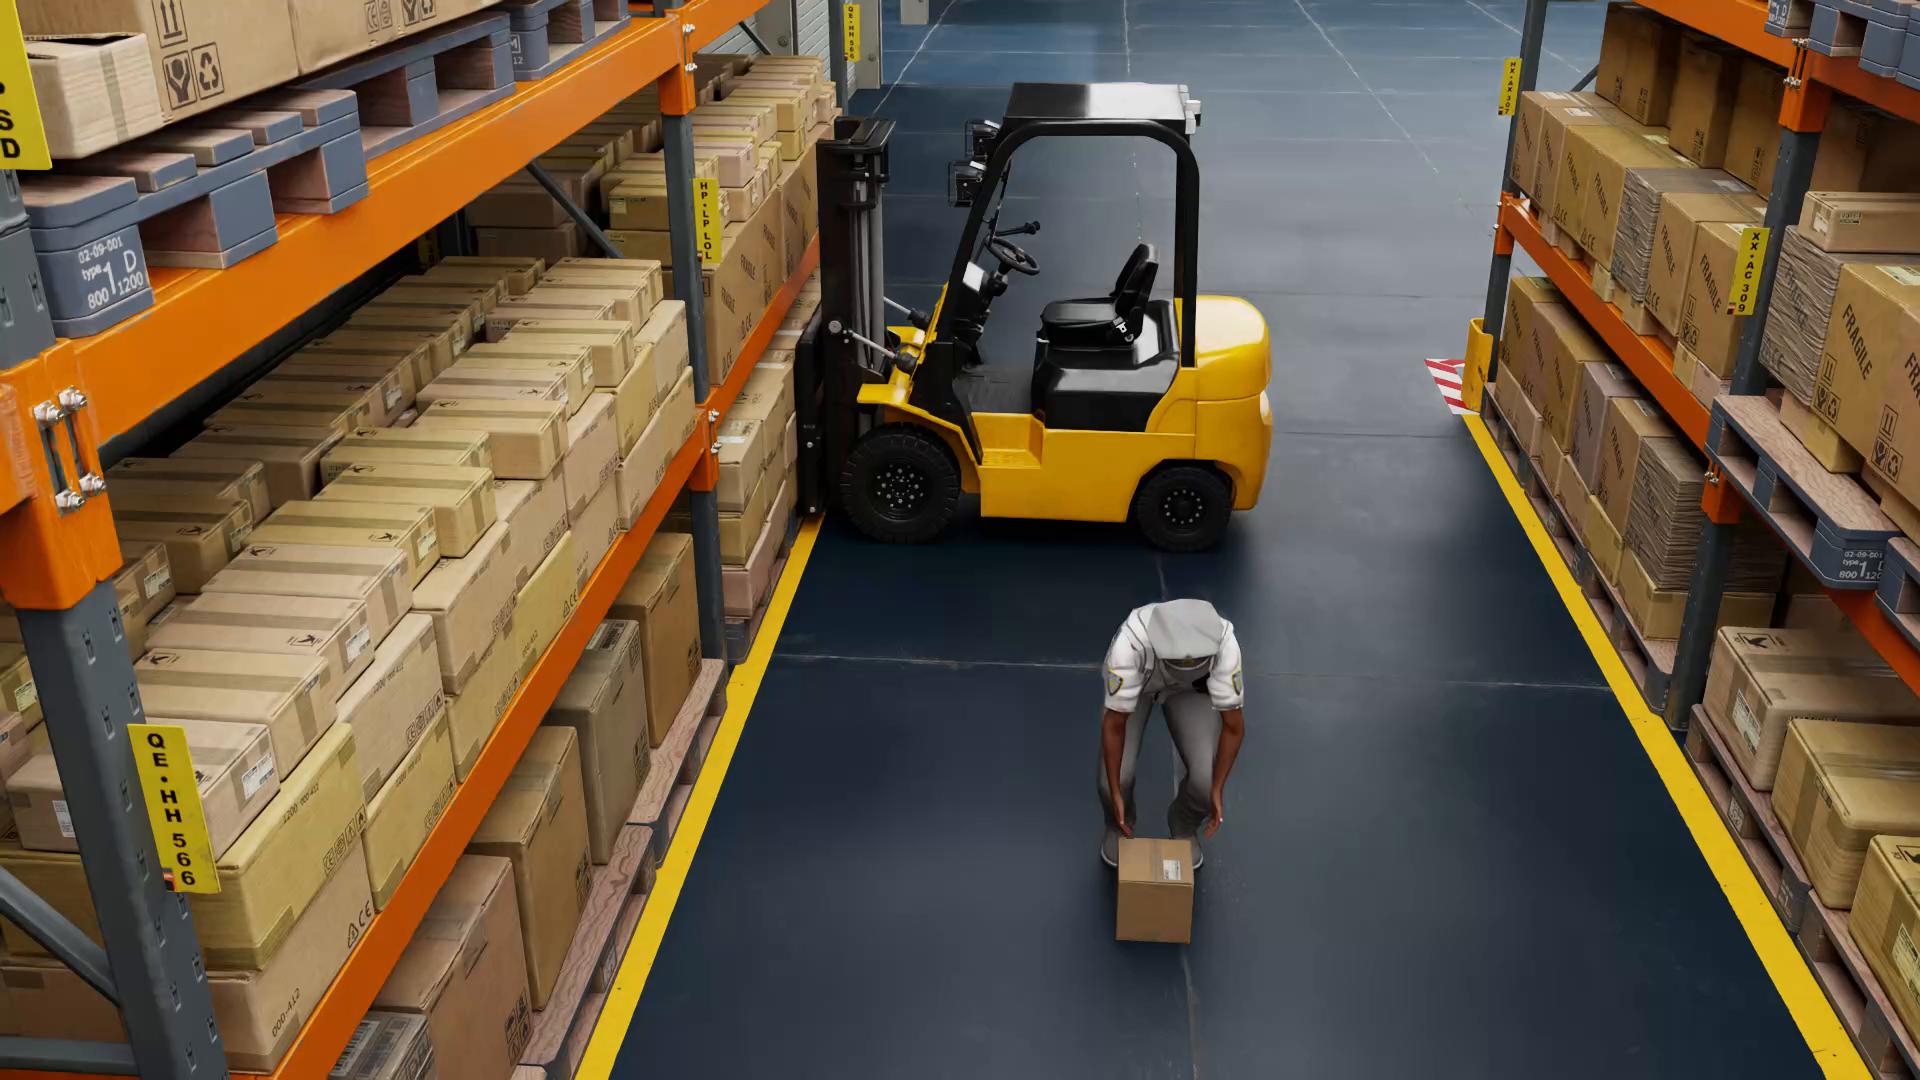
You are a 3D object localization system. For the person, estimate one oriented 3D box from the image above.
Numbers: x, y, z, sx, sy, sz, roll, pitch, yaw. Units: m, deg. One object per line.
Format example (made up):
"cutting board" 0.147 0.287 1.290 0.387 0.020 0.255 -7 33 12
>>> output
"person" 0.734 0.638 5.824 0.495 1.162 0.811 2 25 4
